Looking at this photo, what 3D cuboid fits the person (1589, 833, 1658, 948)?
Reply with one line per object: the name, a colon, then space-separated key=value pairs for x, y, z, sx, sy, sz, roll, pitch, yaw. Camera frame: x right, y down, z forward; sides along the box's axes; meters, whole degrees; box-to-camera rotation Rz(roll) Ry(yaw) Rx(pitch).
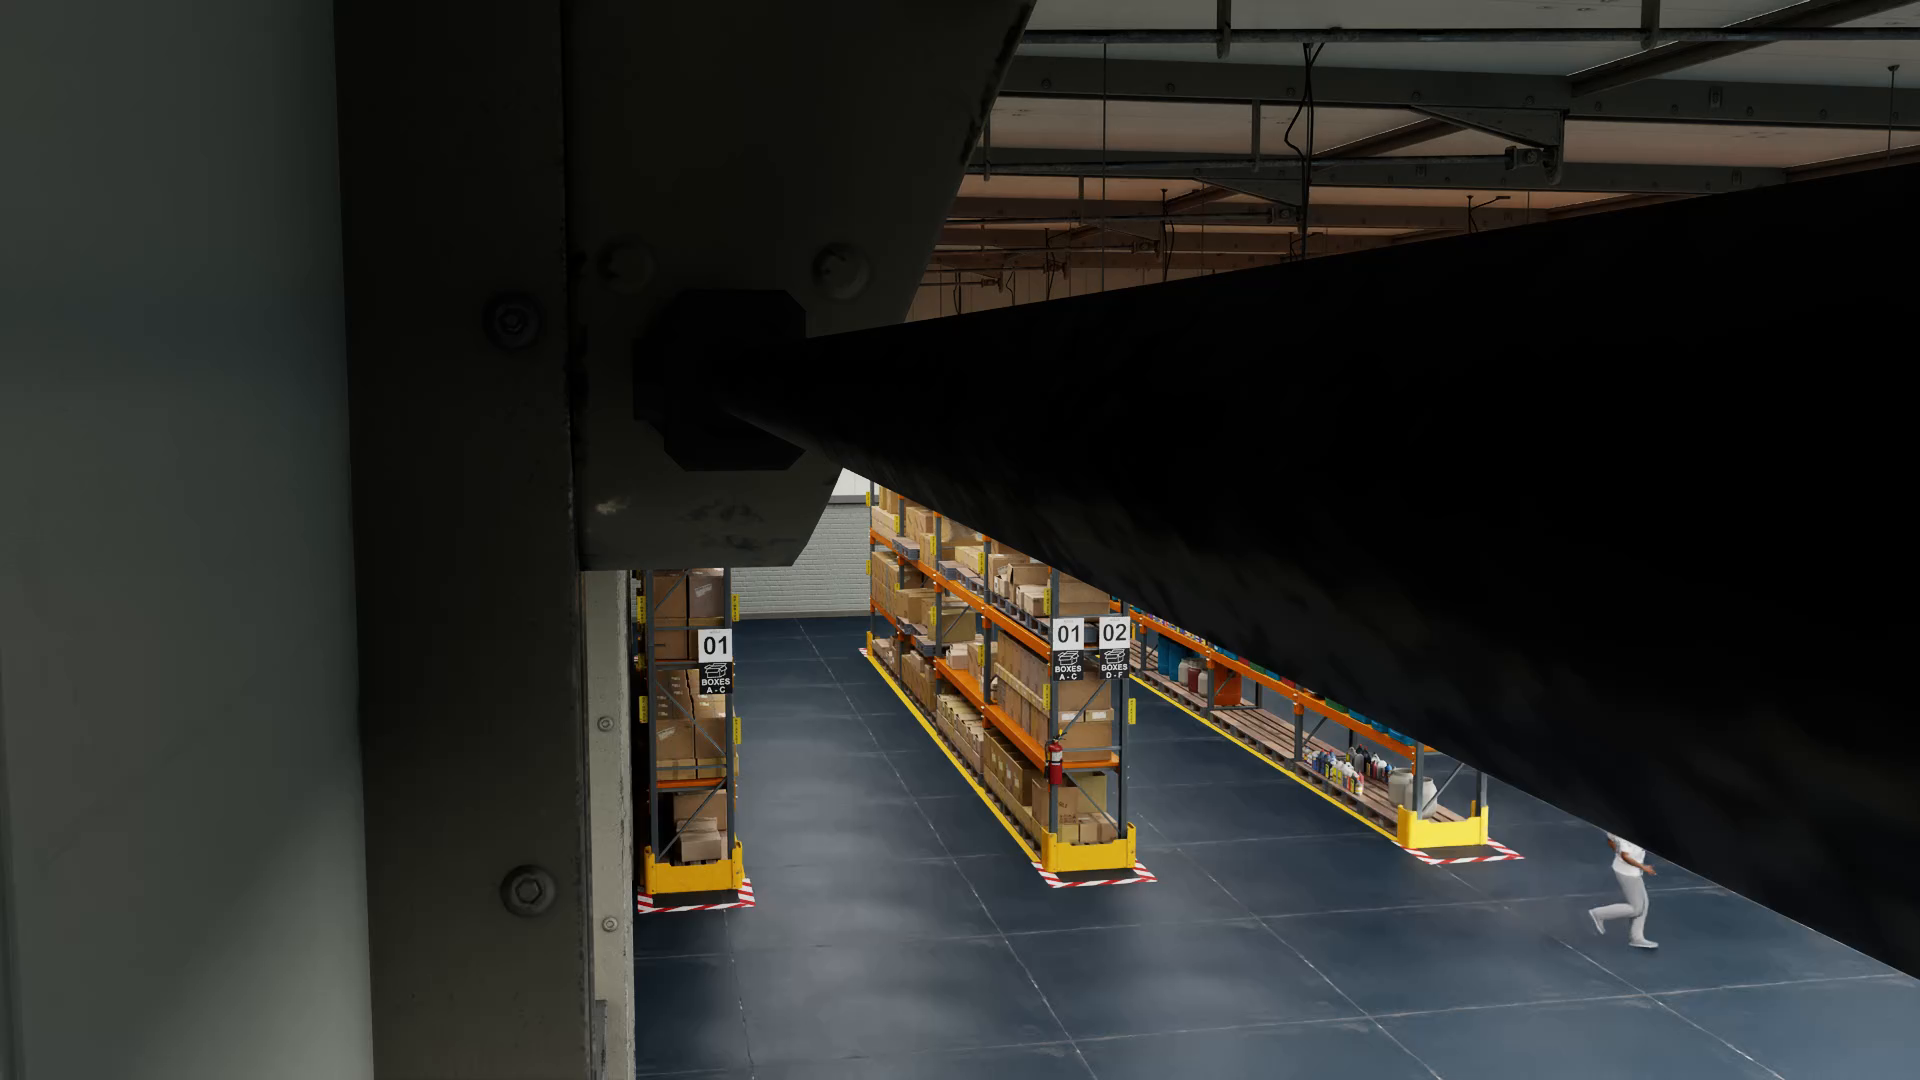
person: x=7.249 y=3.614 z=18.138 sx=0.737 sy=1.664 sz=0.577 roll=1 pitch=6 yaw=11
